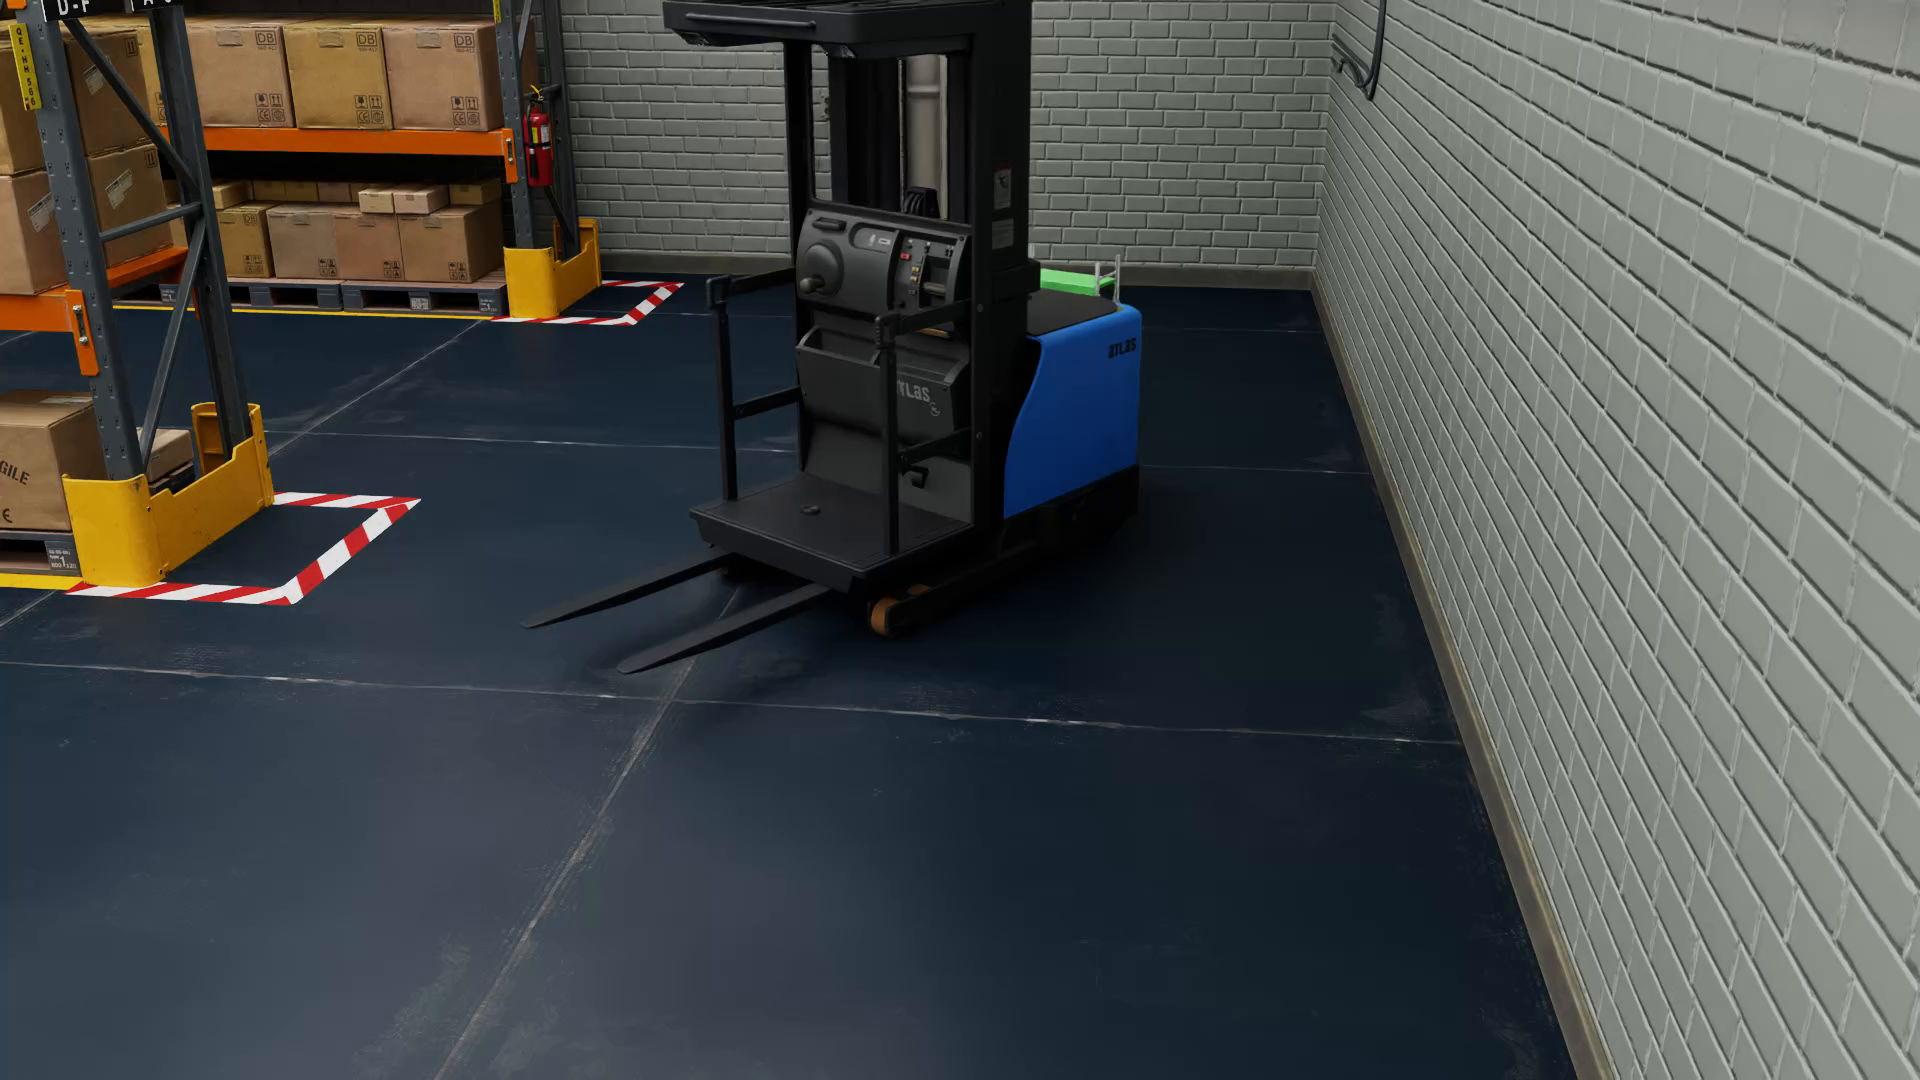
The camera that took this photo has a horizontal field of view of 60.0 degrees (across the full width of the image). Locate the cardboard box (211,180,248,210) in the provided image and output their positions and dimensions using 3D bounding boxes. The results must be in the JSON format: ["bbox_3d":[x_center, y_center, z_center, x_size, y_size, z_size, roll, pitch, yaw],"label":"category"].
[{"bbox_3d":[-5.455,-2.539,12.229,0.250,0.149,0.380,2,22,5],"label":"cardboard box"}]

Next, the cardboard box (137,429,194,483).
[{"bbox_3d":[-4.005,-0.419,8.199,0.250,0.149,0.380,2,22,6],"label":"cardboard box"}]

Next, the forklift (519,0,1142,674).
[{"bbox_3d":[-0.479,-1.166,6.902,1.130,2.935,3.031,18,28,38],"label":"forklift"}]

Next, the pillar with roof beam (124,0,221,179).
[{"bbox_3d":[-6.732,-4.882,8.049,0.400,9.000,9.100,2,22,6],"label":"pillar with roof beam"}]

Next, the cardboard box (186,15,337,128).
[{"bbox_3d":[-5.038,-3.427,12.120,0.700,0.700,0.980,1,22,4],"label":"cardboard box"}]

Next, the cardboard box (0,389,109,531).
[{"bbox_3d":[-4.199,-0.372,7.603,0.500,0.500,0.500,2,22,6],"label":"cardboard box"}]

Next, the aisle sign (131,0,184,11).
[{"bbox_3d":[-3.527,-2.710,7.178,0.004,0.787,0.394,2,22,6],"label":"aisle sign"}]

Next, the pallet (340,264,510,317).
[{"bbox_3d":[-3.854,-1.915,12.496,1.213,0.211,1.003,2,22,6],"label":"pallet"}]

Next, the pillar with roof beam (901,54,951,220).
[{"bbox_3d":[-0.774,-4.622,7.392,0.400,9.000,9.100,2,22,6],"label":"pillar with roof beam"}]

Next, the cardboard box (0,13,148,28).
[{"bbox_3d":[-6.486,-3.488,12.276,0.700,0.700,0.980,3,22,7],"label":"cardboard box"}]

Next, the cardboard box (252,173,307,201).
[{"bbox_3d":[-5.120,-2.667,12.551,0.250,0.149,0.380,2,22,5],"label":"cardboard box"}]

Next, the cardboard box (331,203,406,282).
[{"bbox_3d":[-4.254,-2.254,12.389,0.500,0.500,0.700,2,22,6],"label":"cardboard box"}]

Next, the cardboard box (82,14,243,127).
[{"bbox_3d":[-5.762,-3.455,12.191,0.700,0.700,0.980,2,22,5],"label":"cardboard box"}]

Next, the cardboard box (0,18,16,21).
[{"bbox_3d":[-7.450,-3.684,12.612,0.500,0.500,0.500,2,22,4],"label":"cardboard box"}]

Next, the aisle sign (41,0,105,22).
[{"bbox_3d":[-3.598,-2.491,6.624,0.004,0.787,0.394,2,22,6],"label":"aisle sign"}]

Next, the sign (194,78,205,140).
[{"bbox_3d":[-3.566,-1.997,7.734,0.005,0.325,0.100,2,22,6],"label":"sign"}]

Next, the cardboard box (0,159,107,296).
[{"bbox_3d":[-4.107,-1.363,7.172,0.500,0.500,0.500,3,22,8],"label":"cardboard box"}]

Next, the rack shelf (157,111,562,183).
[{"bbox_3d":[-5.037,-2.957,12.319,4.000,0.370,1.077,2,22,6],"label":"rack shelf"}]

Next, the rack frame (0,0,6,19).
[{"bbox_3d":[-7.023,-3.378,12.405,0.127,3.000,1.000,2,22,6],"label":"rack frame"}]

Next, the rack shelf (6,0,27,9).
[{"bbox_3d":[-5.616,-2.544,7.192,4.000,0.370,1.077,2,22,6],"label":"rack shelf"}]

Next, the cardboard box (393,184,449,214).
[{"bbox_3d":[-3.906,-2.473,12.061,0.250,0.149,0.380,2,22,6],"label":"cardboard box"}]

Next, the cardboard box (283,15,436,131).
[{"bbox_3d":[-4.282,-3.391,12.028,0.700,0.700,0.980,2,22,6],"label":"cardboard box"}]

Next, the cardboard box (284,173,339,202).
[{"bbox_3d":[-4.869,-2.655,12.523,0.250,0.149,0.380,3,22,7],"label":"cardboard box"}]

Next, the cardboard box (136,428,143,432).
[{"bbox_3d":[-4.253,-0.438,8.223,0.250,0.166,0.380,2,22,6],"label":"cardboard box"}]

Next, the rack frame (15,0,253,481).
[{"bbox_3d":[-3.630,-1.397,7.393,0.127,3.000,1.000,2,22,6],"label":"rack frame"}]

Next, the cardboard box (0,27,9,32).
[{"bbox_3d":[-4.559,-2.043,7.533,0.500,0.500,0.500,3,22,7],"label":"cardboard box"}]

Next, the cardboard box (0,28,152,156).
[{"bbox_3d":[-4.039,-2.024,7.482,0.500,0.500,0.500,3,22,8],"label":"cardboard box"}]

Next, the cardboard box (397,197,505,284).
[{"bbox_3d":[-3.757,-2.232,12.334,0.500,0.500,0.700,2,22,6],"label":"cardboard box"}]

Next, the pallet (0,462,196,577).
[{"bbox_3d":[-4.497,-0.137,8.000,1.213,0.211,1.003,2,22,6],"label":"pallet"}]

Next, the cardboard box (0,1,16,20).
[{"bbox_3d":[-7.449,-4.036,12.482,0.500,0.250,0.500,3,22,8],"label":"cardboard box"}]

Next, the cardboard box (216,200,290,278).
[{"bbox_3d":[-5.284,-2.296,12.495,0.500,0.500,0.700,3,22,8],"label":"cardboard box"}]

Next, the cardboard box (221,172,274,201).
[{"bbox_3d":[-5.377,-2.677,12.579,0.250,0.149,0.380,3,22,7],"label":"cardboard box"}]

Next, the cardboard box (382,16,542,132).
[{"bbox_3d":[-3.558,-3.363,11.959,0.700,0.700,0.980,3,22,9],"label":"cardboard box"}]

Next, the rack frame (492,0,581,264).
[{"bbox_3d":[-3.051,-3.205,11.968,0.127,3.000,1.000,2,22,6],"label":"rack frame"}]

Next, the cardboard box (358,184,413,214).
[{"bbox_3d":[-4.160,-2.483,12.088,0.250,0.149,0.380,3,22,8],"label":"cardboard box"}]

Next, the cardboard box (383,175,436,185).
[{"bbox_3d":[-4.113,-2.623,12.441,0.250,0.149,0.380,3,22,6],"label":"cardboard box"}]

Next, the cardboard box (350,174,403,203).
[{"bbox_3d":[-4.361,-2.634,12.469,0.250,0.149,0.380,3,22,7],"label":"cardboard box"}]

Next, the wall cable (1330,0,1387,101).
[{"bbox_3d":[2.524,-4.176,10.487,0.112,2.526,3.097,2,22,6],"label":"wall cable"}]

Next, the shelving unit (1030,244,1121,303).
[{"bbox_3d":[0.521,-0.870,8.508,0.503,1.200,0.258,13,25,30],"label":"shelving unit"}]

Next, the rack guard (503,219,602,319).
[{"bbox_3d":[-3.027,-2.042,12.425,0.348,0.500,1.175,2,22,6],"label":"rack guard"}]

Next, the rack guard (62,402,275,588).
[{"bbox_3d":[-3.705,-0.237,7.860,0.348,0.500,1.175,2,22,6],"label":"rack guard"}]

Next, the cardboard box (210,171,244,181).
[{"bbox_3d":[-5.628,-2.689,12.607,0.250,0.149,0.380,2,22,5],"label":"cardboard box"}]

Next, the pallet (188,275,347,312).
[{"bbox_3d":[-5.062,-1.968,12.631,1.213,0.211,1.003,2,22,6],"label":"pallet"}]

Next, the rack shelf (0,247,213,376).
[{"bbox_3d":[-5.616,-1.149,7.744,4.000,0.370,1.077,2,22,6],"label":"rack shelf"}]

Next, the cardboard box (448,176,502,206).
[{"bbox_3d":[-3.610,-2.601,12.386,0.250,0.149,0.380,3,22,7],"label":"cardboard box"}]

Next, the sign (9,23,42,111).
[{"bbox_3d":[-3.715,-1.880,6.611,0.005,0.325,0.100,2,22,6],"label":"sign"}]

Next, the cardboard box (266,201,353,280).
[{"bbox_3d":[-4.754,-2.275,12.443,0.500,0.500,0.700,2,22,5],"label":"cardboard box"}]

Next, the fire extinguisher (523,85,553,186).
[{"bbox_3d":[-2.955,-2.821,11.608,0.183,0.674,0.296,2,22,6],"label":"fire extinguisher"}]

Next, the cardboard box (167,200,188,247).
[{"bbox_3d":[-5.794,-2.319,12.553,0.500,0.500,0.700,2,22,6],"label":"cardboard box"}]

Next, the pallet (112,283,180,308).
[{"bbox_3d":[-6.277,-2.020,12.763,1.213,0.211,1.003,2,22,6],"label":"pallet"}]

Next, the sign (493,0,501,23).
[{"bbox_3d":[-3.128,-3.656,11.212,0.005,0.325,0.100,2,22,6],"label":"sign"}]

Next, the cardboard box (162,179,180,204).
[{"bbox_3d":[-5.974,-2.562,12.286,0.250,0.149,0.380,3,22,8],"label":"cardboard box"}]

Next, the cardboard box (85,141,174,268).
[{"bbox_3d":[-4.039,-1.559,7.666,0.500,0.500,0.500,3,22,7],"label":"cardboard box"}]

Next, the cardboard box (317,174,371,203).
[{"bbox_3d":[-4.614,-2.645,12.496,0.250,0.149,0.380,3,22,7],"label":"cardboard box"}]

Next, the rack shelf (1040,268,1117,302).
[{"bbox_3d":[0.521,-1.257,8.355,0.480,0.148,0.258,13,25,30],"label":"rack shelf"}]

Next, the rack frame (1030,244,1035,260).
[{"bbox_3d":[0.314,-0.917,8.628,0.015,1.200,0.240,13,25,30],"label":"rack frame"}]

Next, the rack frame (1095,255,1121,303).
[{"bbox_3d":[0.728,-0.822,8.388,0.015,1.200,0.240,13,25,30],"label":"rack frame"}]

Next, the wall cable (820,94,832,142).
[{"bbox_3d":[-1.668,-3.968,12.514,1.851,1.984,0.084,2,22,6],"label":"wall cable"}]

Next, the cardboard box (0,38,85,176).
[{"bbox_3d":[-4.104,-1.827,6.985,0.500,0.500,0.500,2,22,6],"label":"cardboard box"}]
